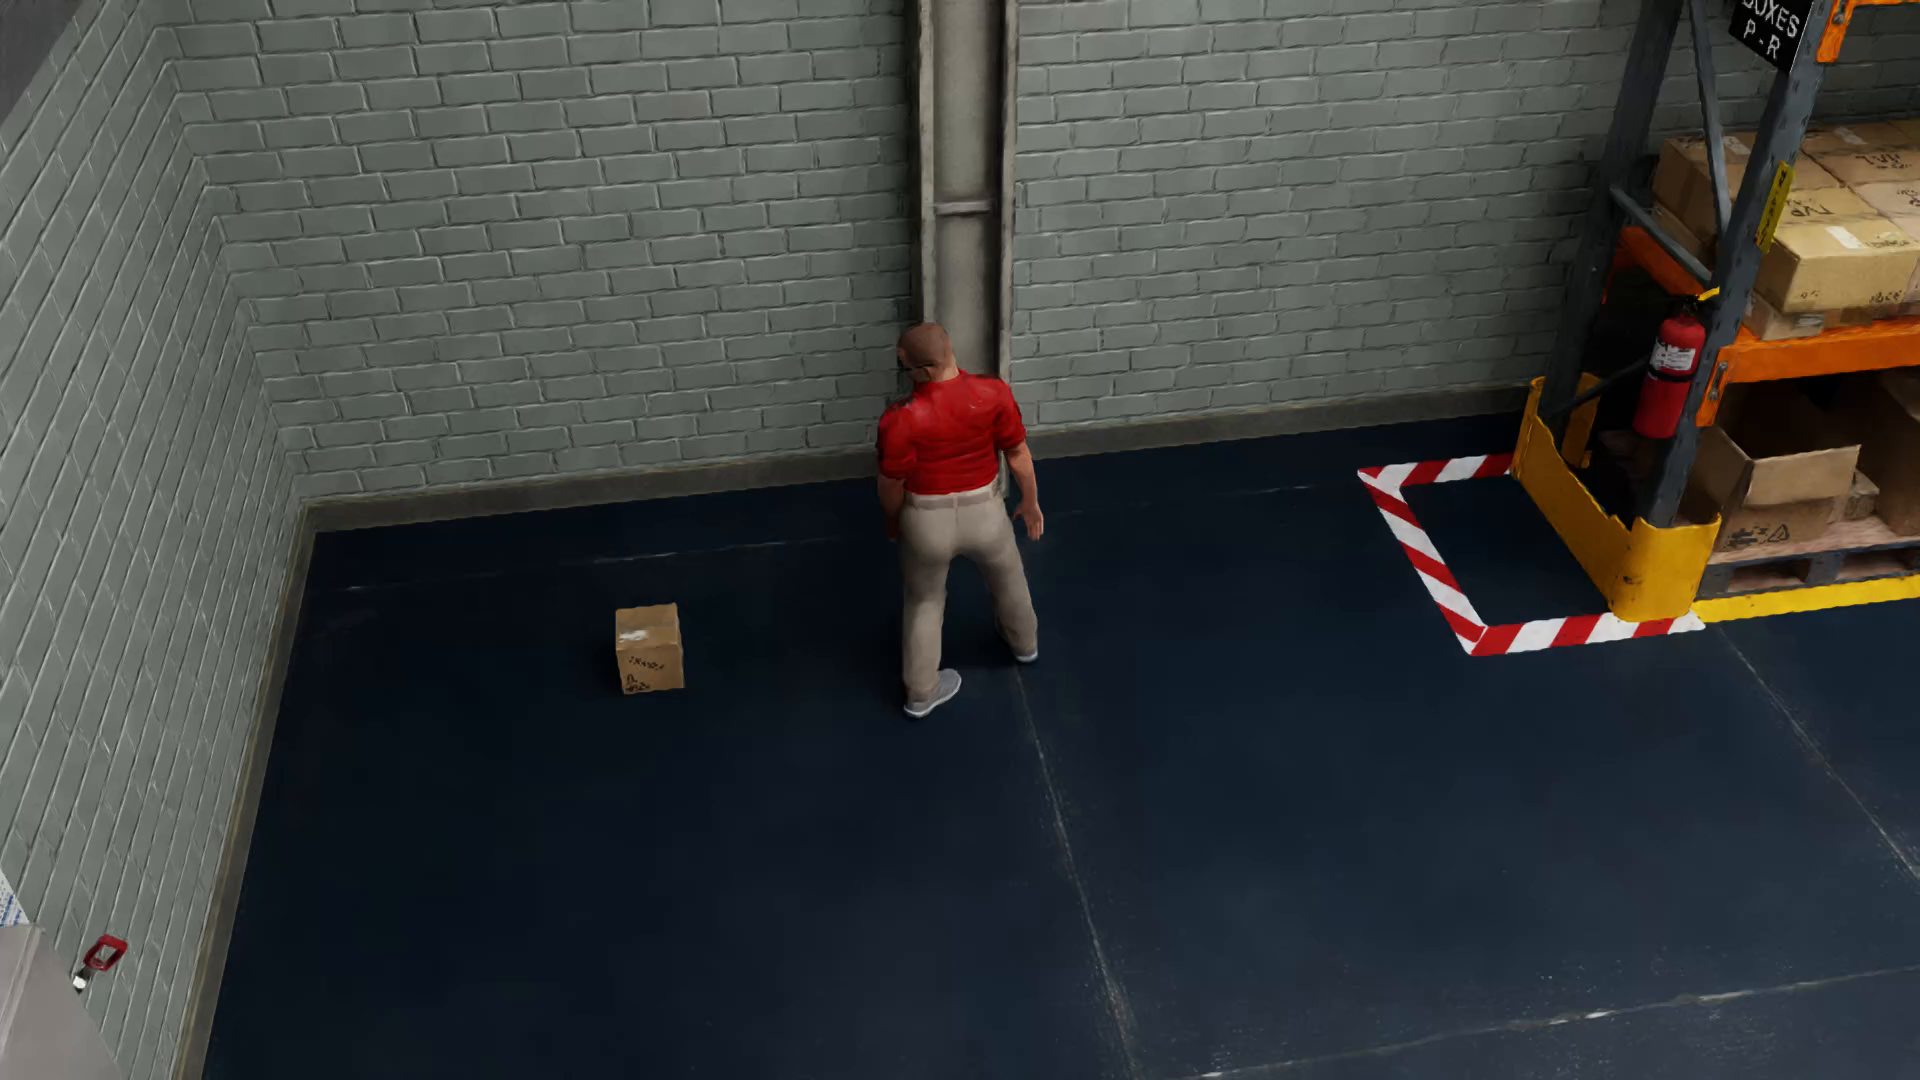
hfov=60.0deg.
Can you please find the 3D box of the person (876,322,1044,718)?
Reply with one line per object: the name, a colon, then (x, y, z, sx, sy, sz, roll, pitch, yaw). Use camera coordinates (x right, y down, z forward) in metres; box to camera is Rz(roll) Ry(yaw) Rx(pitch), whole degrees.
person: (0.000, -0.127, 6.361, 0.661, 1.716, 0.555, -6, 39, -8)
